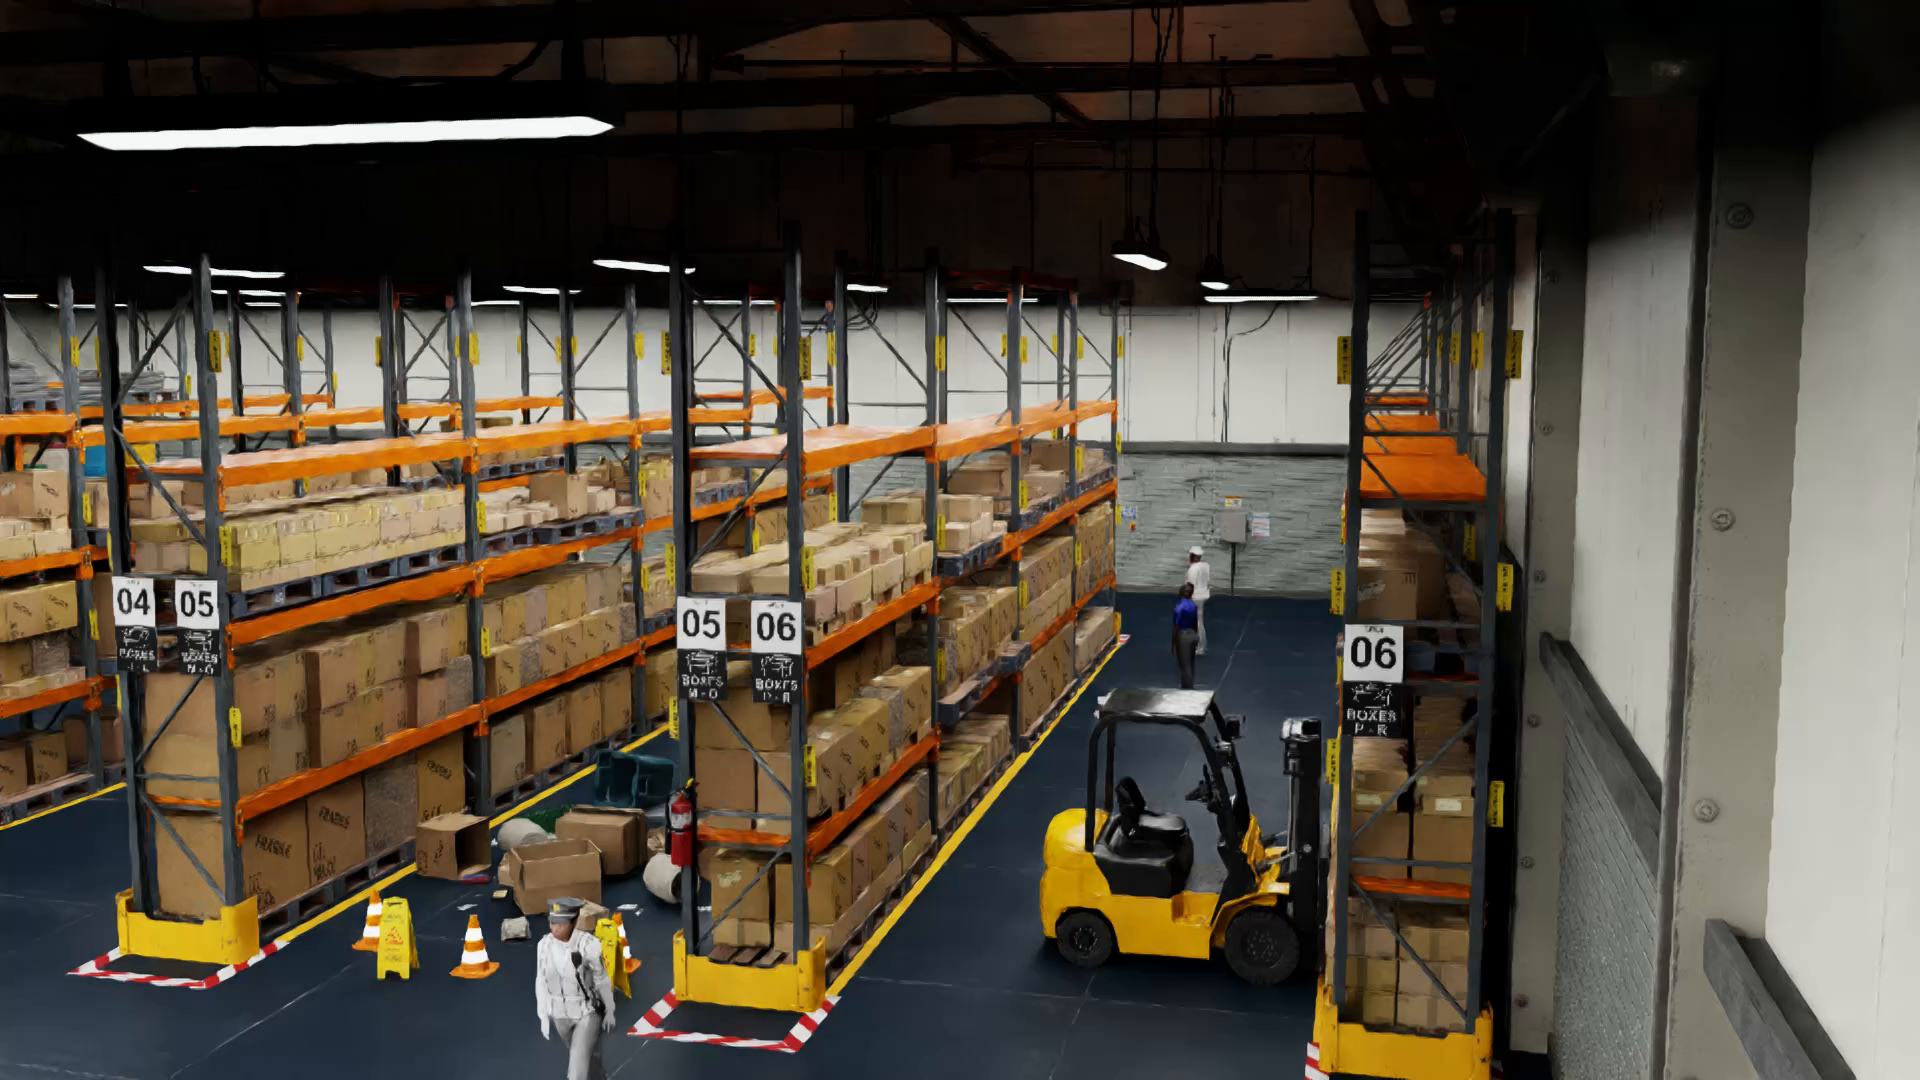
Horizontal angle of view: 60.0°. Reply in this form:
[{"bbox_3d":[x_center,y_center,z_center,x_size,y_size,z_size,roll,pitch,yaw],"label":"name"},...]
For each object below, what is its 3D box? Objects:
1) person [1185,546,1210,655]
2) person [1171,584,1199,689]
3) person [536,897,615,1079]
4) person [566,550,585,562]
[{"bbox_3d":[3.842,0.965,27.167,0.557,1.764,0.651,4,8,31],"label":"person"},{"bbox_3d":[3.188,1.444,23.735,0.545,1.652,0.574,6,9,41],"label":"person"},{"bbox_3d":[-2.522,3.056,10.759,0.495,1.589,1.086,2,7,16],"label":"person"},{"bbox_3d":[-7.519,0.400,32.525,0.520,1.621,0.943,5,9,36],"label":"person"}]
